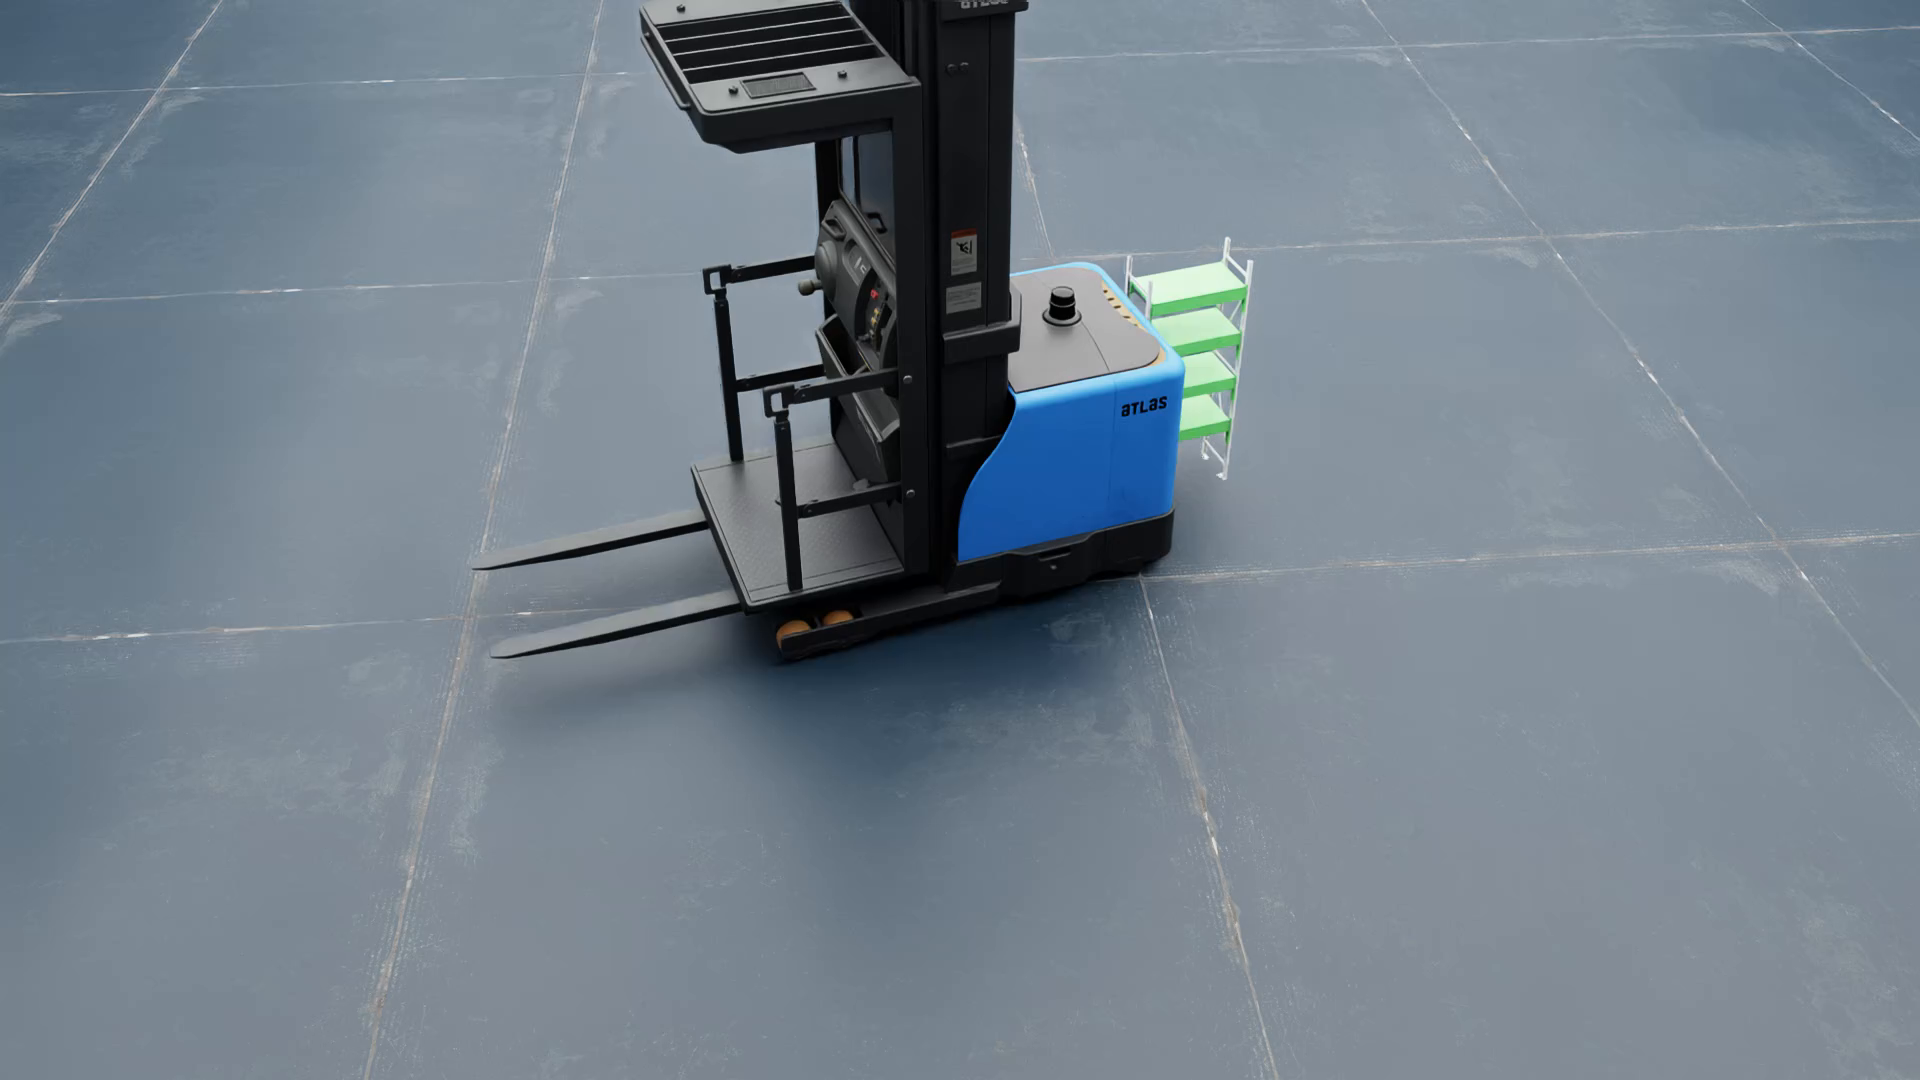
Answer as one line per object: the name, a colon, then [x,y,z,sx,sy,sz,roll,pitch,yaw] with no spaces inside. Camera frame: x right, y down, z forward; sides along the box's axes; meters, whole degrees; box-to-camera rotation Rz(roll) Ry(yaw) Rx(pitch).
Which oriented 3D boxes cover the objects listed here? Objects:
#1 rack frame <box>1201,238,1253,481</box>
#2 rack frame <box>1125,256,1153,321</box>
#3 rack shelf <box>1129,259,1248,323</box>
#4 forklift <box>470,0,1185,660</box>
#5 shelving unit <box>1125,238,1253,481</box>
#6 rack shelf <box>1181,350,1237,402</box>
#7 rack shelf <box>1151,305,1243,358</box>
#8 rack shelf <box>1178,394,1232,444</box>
rack frame: [1.253,-0.832,7.836,0.015,1.200,0.240,-13,40,-16]
rack frame: [0.795,-0.728,7.704,0.015,1.200,0.240,-13,40,-16]
rack shelf: [1.024,-1.107,7.512,0.480,0.148,0.258,-13,40,-16]
forklift: [-0.608,-1.012,6.667,3.031,2.935,1.130,-13,40,-16]
shelving unit: [1.024,-0.780,7.770,0.503,1.200,0.258,-13,40,-16]
rack shelf: [1.024,-0.730,7.809,0.480,0.148,0.258,-13,40,-16]
rack shelf: [1.024,-0.918,7.661,0.480,0.148,0.258,-13,40,-16]
rack shelf: [1.024,-0.541,7.958,0.480,0.148,0.258,-13,40,-16]
